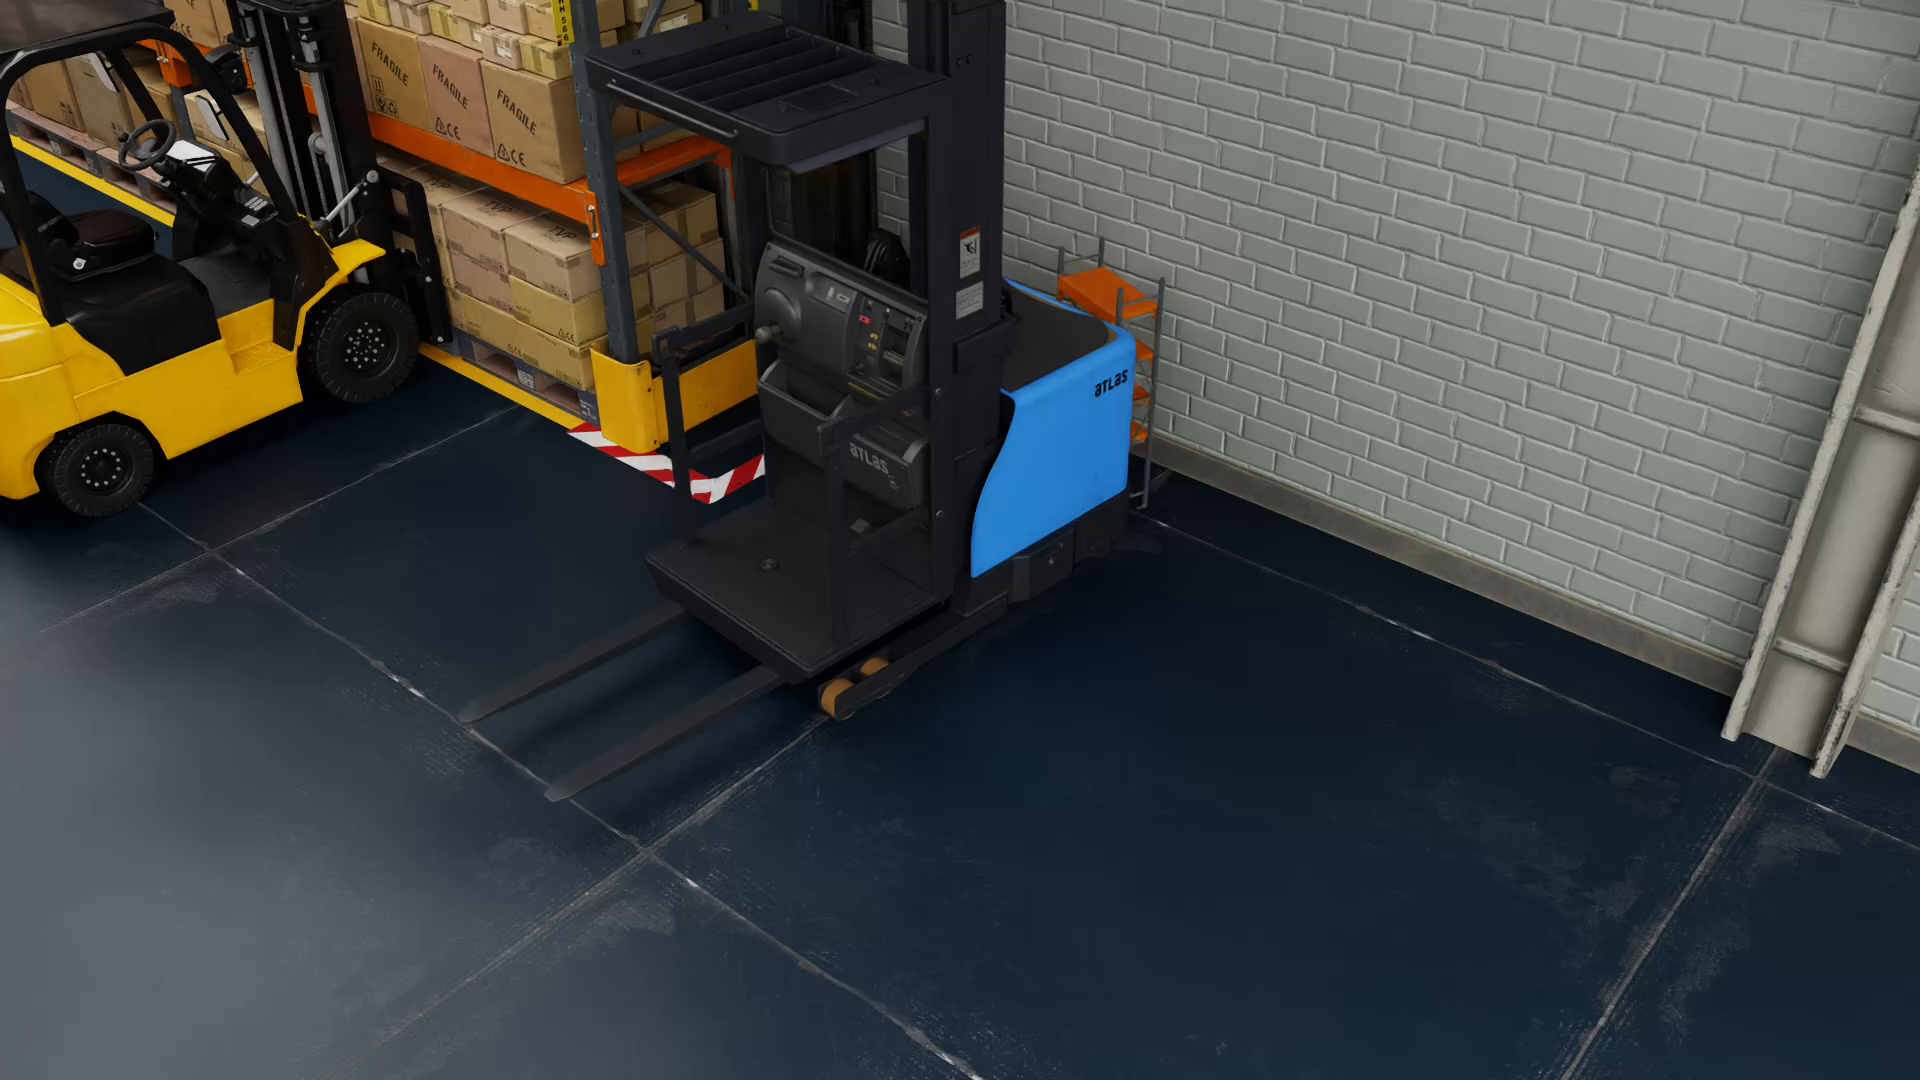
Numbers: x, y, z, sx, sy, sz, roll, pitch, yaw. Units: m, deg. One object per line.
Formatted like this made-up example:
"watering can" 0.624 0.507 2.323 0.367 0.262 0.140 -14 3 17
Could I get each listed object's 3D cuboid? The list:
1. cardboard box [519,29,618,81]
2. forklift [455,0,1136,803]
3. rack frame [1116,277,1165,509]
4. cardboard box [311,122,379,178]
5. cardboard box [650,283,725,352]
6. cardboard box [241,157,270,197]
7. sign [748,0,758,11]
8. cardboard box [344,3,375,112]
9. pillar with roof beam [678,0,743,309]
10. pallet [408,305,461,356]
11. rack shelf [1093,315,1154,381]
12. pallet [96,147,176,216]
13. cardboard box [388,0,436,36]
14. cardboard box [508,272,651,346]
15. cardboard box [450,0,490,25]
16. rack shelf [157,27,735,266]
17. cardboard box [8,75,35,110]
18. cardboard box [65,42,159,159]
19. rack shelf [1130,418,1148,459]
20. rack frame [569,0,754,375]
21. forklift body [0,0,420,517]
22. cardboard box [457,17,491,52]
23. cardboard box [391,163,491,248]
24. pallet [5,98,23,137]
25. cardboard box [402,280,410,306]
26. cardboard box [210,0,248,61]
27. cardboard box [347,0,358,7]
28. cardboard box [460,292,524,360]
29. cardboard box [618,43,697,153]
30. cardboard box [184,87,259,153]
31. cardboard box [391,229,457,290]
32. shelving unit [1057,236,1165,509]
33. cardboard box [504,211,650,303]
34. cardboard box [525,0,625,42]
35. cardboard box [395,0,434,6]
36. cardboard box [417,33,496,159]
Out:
"cardboard box" -1.825 -2.294 7.779 0.250 0.149 0.380 26 42 32
"forklift" -0.626 -0.816 6.349 3.031 2.935 1.130 -29 44 -35
"rack frame" 0.791 -0.627 7.603 0.240 1.200 0.015 -17 38 -23
"cardboard box" -3.507 -2.206 9.487 0.500 0.250 0.500 27 43 33
"cardboard box" -1.632 -1.284 9.028 0.500 0.250 0.500 25 42 32
"cardboard box" -3.891 -2.185 9.898 0.500 0.250 0.500 25 42 32
"sign" -1.020 -2.610 8.067 0.005 0.325 0.100 25 42 32
"cardboard box" -3.106 -2.641 8.858 0.500 0.500 0.500 26 42 32
"pillar with roof beam" -4.093 -3.226 4.498 0.400 9.000 9.100 25 42 32
"pallet" -2.928 -1.533 9.795 1.213 0.211 1.003 25 42 32
"rack shelf" 0.675 -0.877 7.691 0.258 0.148 0.480 -17 38 -23
"pallet" -5.045 -2.531 11.249 1.213 0.211 1.003 25 42 32
"cardboard box" -2.620 -2.665 8.320 0.250 0.149 0.380 24 41 30
"cardboard box" -1.954 -1.268 8.562 0.500 0.250 0.500 25 41 31
"cardboard box" -2.218 -2.610 7.976 0.250 0.149 0.380 26 42 33
"rack shelf" -2.917 -2.409 9.244 4.000 0.370 1.077 25 42 32
"cardboard box" -6.550 -3.608 12.081 0.625 0.625 0.875 27 43 33
"cardboard box" -5.453 -3.093 11.331 0.625 0.625 0.875 25 42 31
"rack shelf" 0.673 -0.529 7.929 0.258 0.148 0.480 -17 38 -23
"rack frame" -1.380 -1.981 7.986 0.127 3.000 1.000 25 42 32
"forklift body" -4.004 -1.525 8.070 1.214 2.155 2.313 25 42 32
"cardboard box" -2.201 -2.494 8.071 0.250 0.149 0.380 26 42 33
"cardboard box" -2.723 -1.825 8.933 0.500 0.250 0.500 26 42 32
"pallet" -6.920 -3.415 12.536 1.213 0.211 1.003 25 42 32
"cardboard box" -3.111 -1.602 9.490 0.500 0.250 0.500 27 43 33
"cardboard box" -3.869 -3.016 9.403 0.500 0.500 0.500 26 42 33
"cardboard box" -2.961 -2.877 8.629 0.250 0.149 0.380 25 42 32
"cardboard box" -2.319 -1.238 8.961 0.500 0.250 0.500 25 42 32
"cardboard box" -1.583 -2.323 8.395 0.500 0.500 0.500 27 43 33
"cardboard box" -4.283 -2.570 10.018 0.500 0.250 0.500 25 41 31
"cardboard box" -2.743 -1.632 9.093 0.500 0.250 0.500 24 41 31
"shelving unit" 0.674 -0.748 7.779 0.258 1.200 0.503 -17 38 -23
"cardboard box" -1.933 -1.464 8.407 0.500 0.250 0.500 27 43 33
"cardboard box" -1.790 -2.451 7.745 0.250 0.149 0.380 25 42 32
"cardboard box" -2.633 -2.778 8.222 0.250 0.149 0.380 26 42 33
"cardboard box" -2.319 -2.279 8.330 0.500 0.500 0.500 27 43 33
